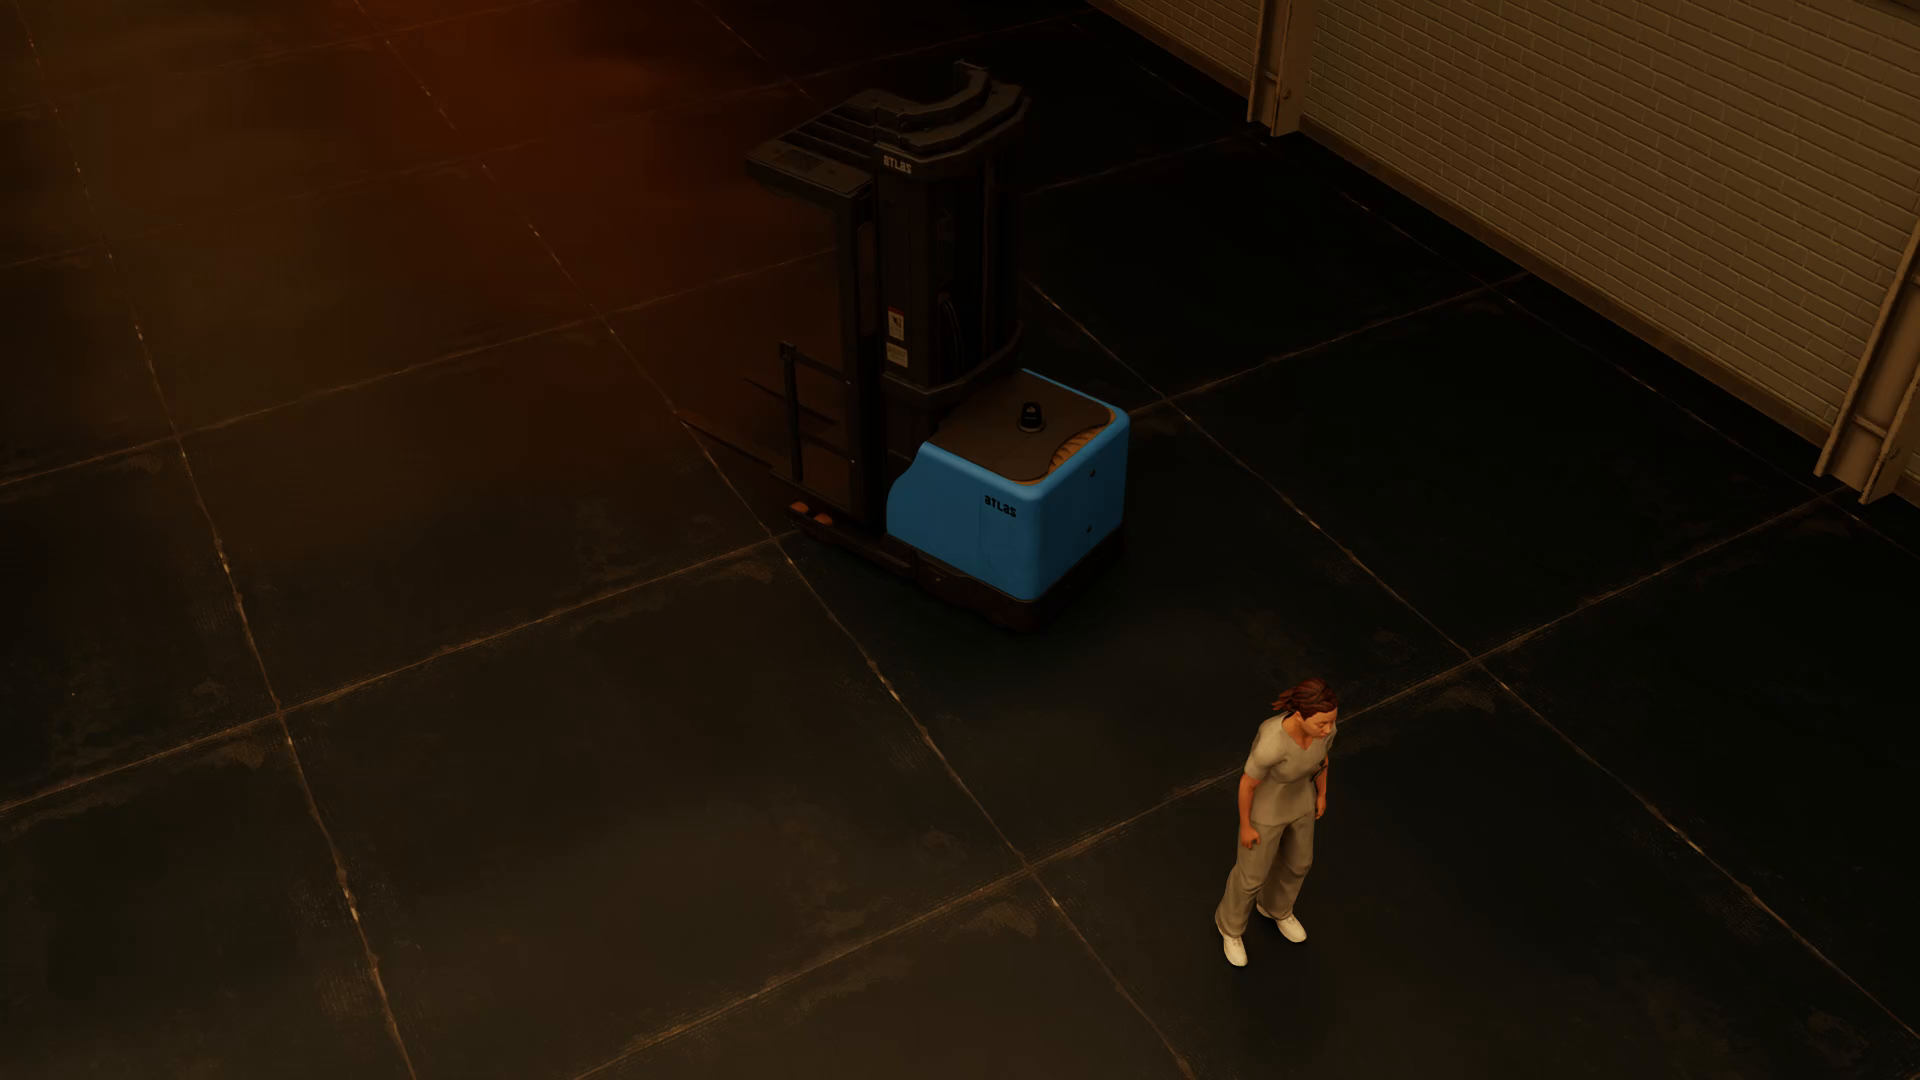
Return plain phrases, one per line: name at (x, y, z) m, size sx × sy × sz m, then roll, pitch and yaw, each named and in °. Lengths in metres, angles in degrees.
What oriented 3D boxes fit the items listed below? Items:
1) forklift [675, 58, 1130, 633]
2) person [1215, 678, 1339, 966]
forklift at (-0.481, -1.366, 9.683) m, size 3.031 × 2.935 × 1.130 m, roll 26°, pitch 46°, yaw 28°
person at (1.456, 1.235, 7.535) m, size 0.507 × 1.671 × 0.365 m, roll -19°, pitch 43°, yaw -21°
